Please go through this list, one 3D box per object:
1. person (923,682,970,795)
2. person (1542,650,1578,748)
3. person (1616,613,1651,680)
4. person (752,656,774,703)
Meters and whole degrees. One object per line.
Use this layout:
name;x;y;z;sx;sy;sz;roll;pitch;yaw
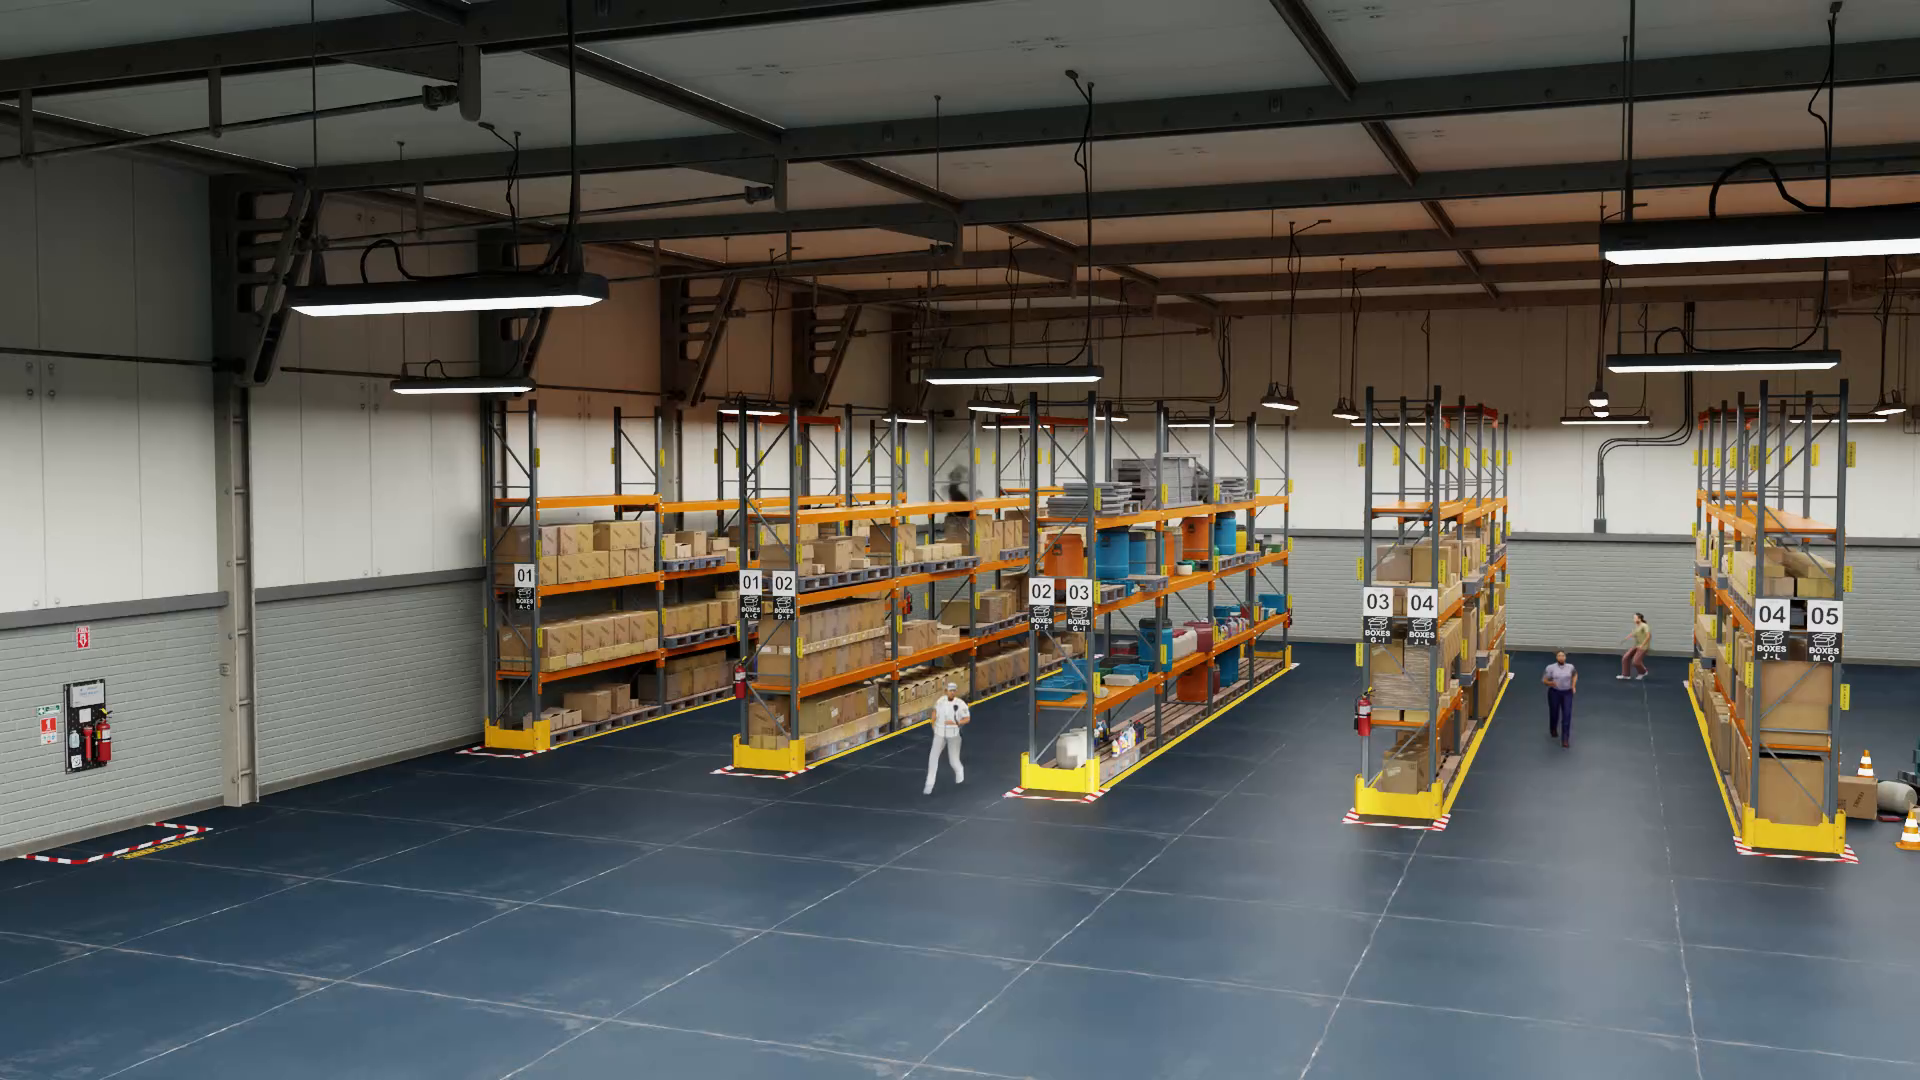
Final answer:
person;-0.160;2.965;25.068;0.640;1.656;0.895;1;3;13
person;10.463;2.737;28.982;0.606;1.646;0.925;1;3;13
person;15.184;2.391;37.316;0.535;1.534;0.781;-1;3;-16
person;-3.575;2.656;30.408;0.567;1.647;0.933;1;3;19
